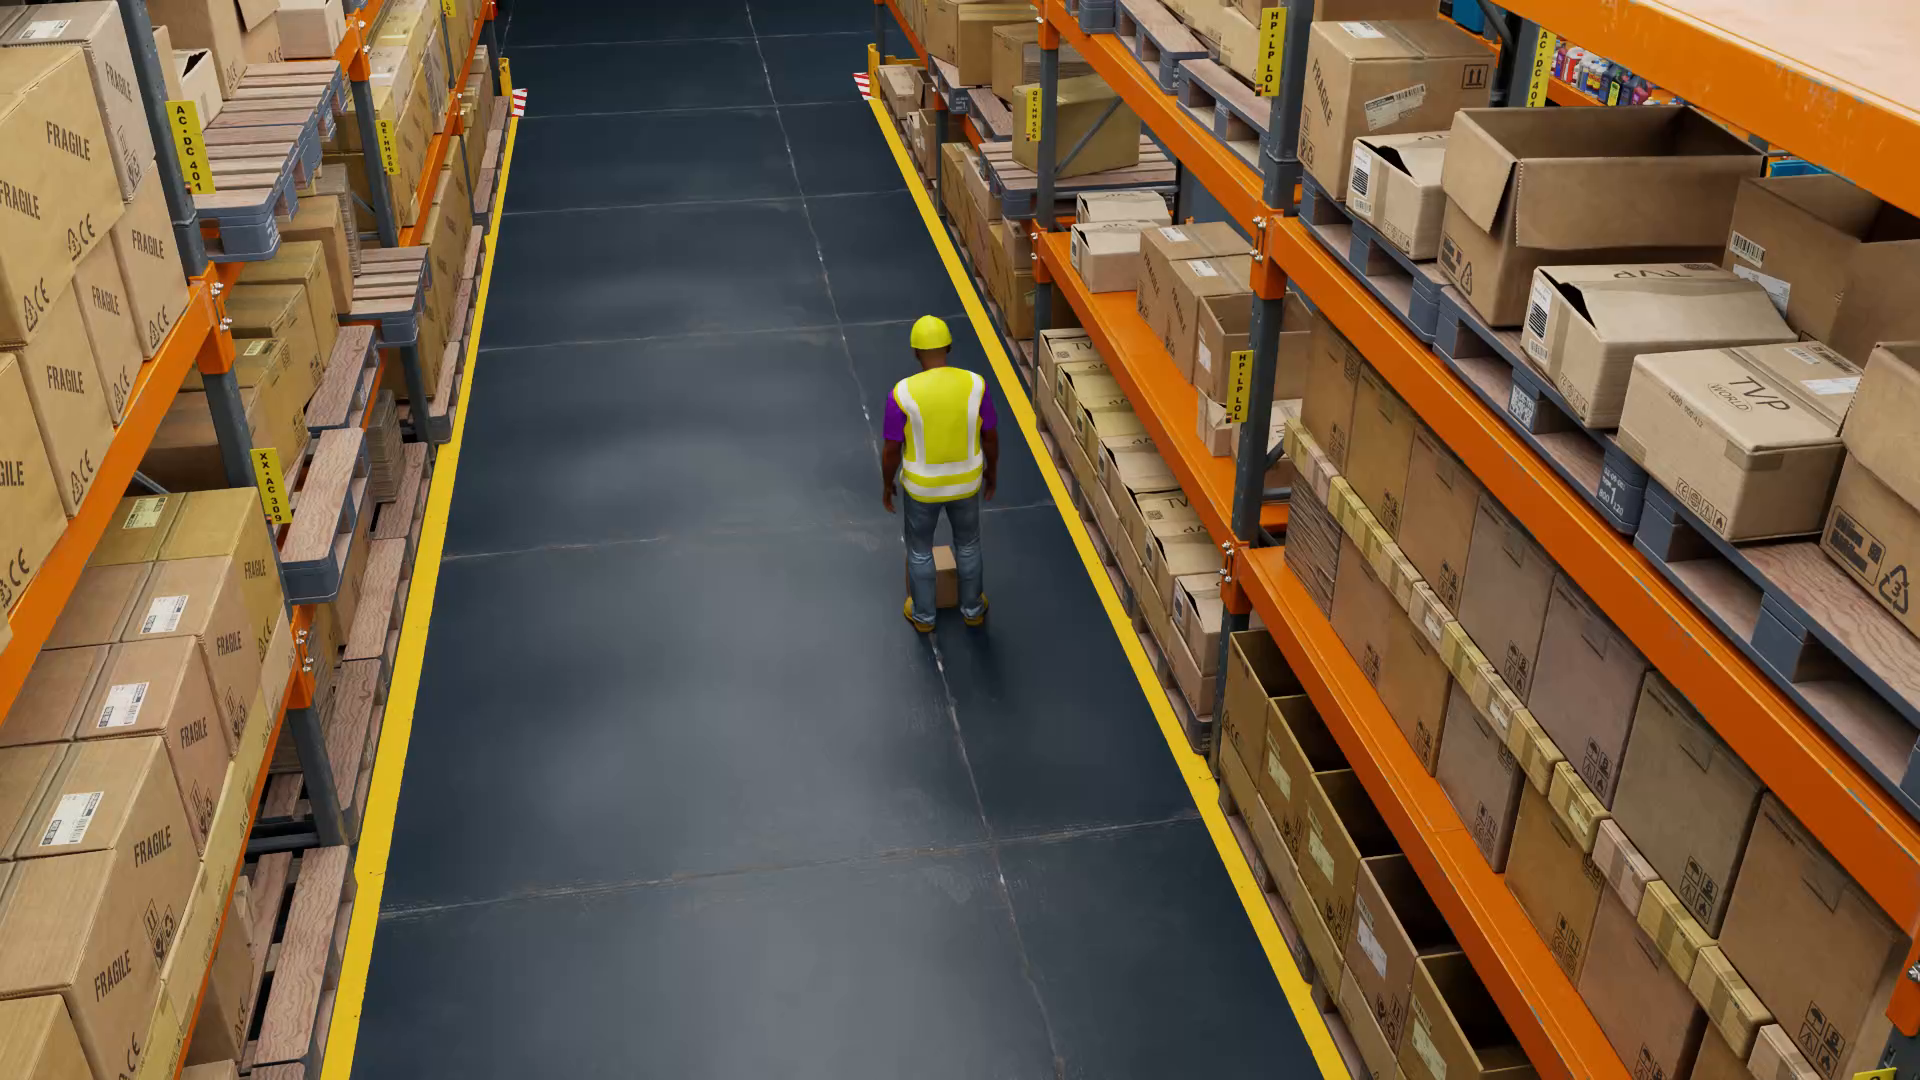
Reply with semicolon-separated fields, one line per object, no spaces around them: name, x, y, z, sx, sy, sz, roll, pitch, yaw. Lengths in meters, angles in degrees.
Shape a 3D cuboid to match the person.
person;-0.108;-0.324;8.672;0.626;1.759;0.463;-7;31;-11
